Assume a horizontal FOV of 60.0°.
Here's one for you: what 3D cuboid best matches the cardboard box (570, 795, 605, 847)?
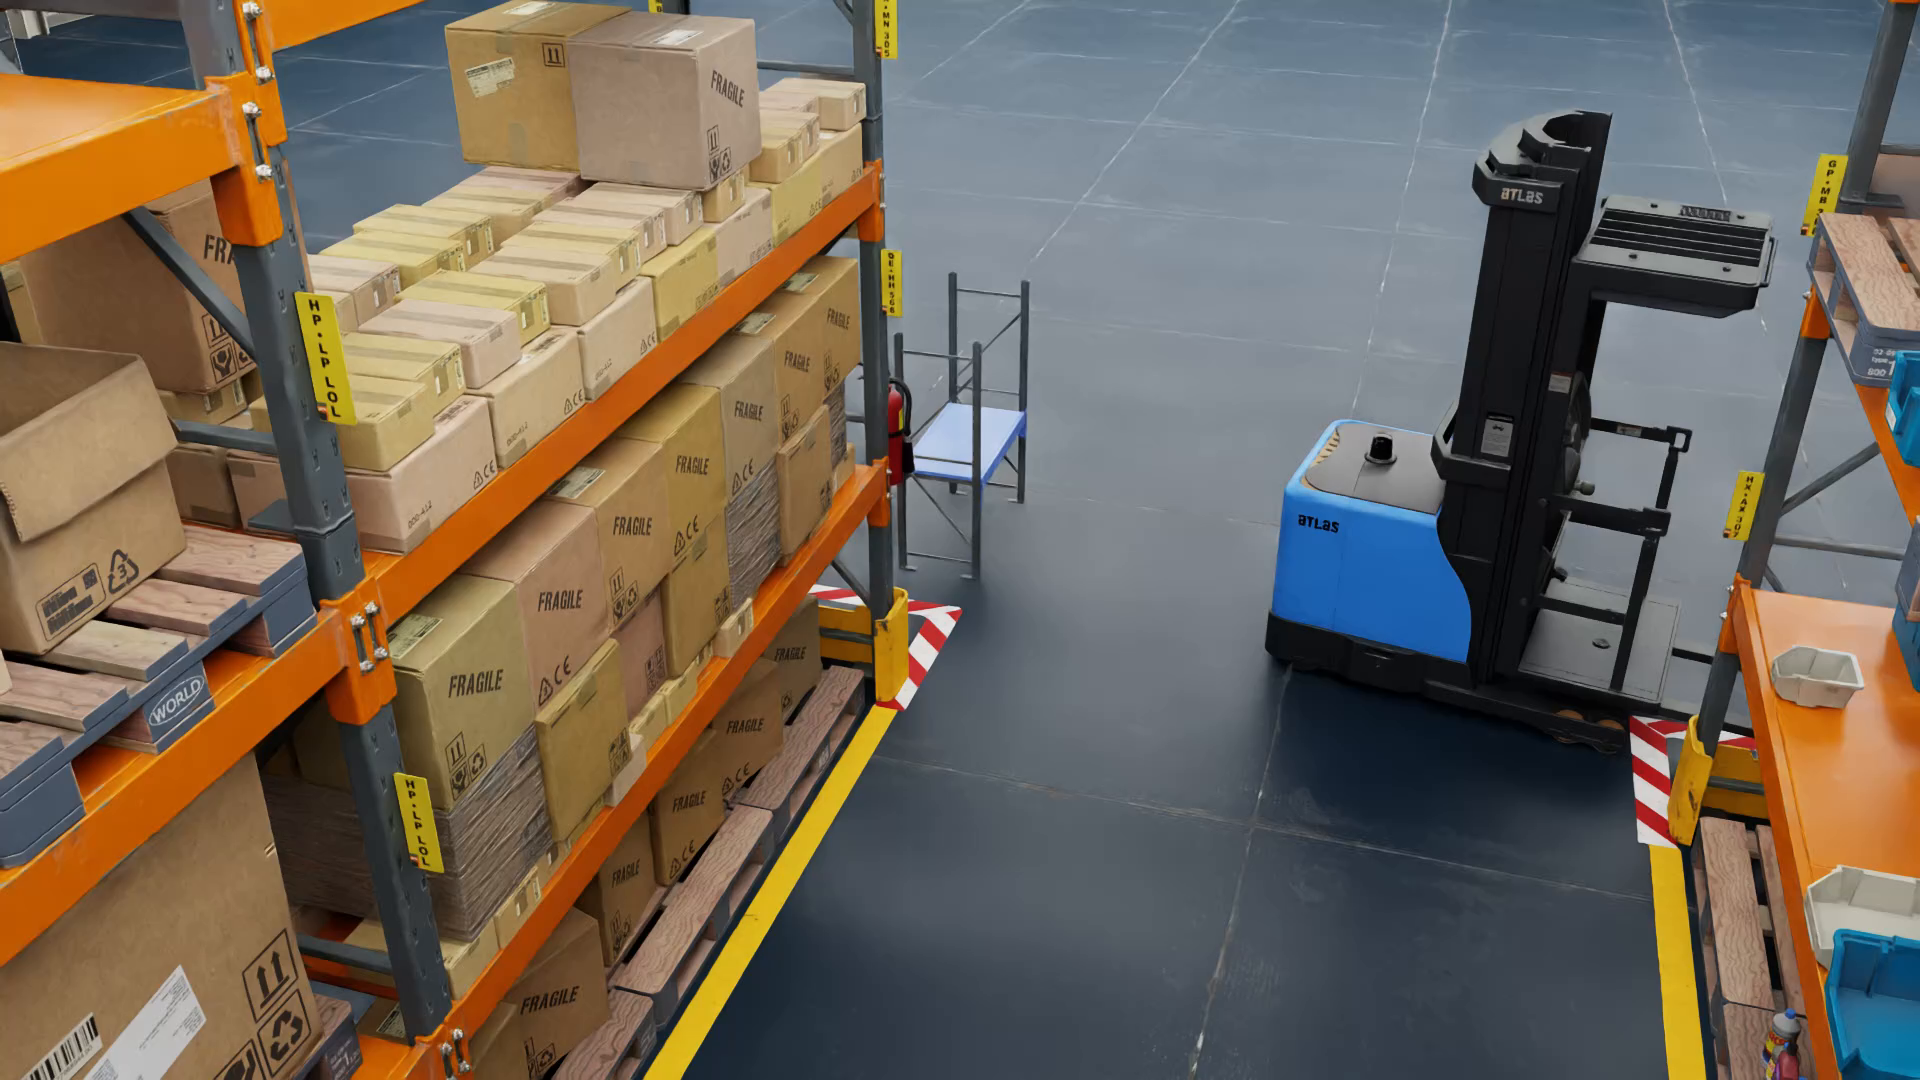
[{"bbox_3d":[-1.471,0.909,5.790,0.380,0.149,0.250,8,30,15],"label":"cardboard box"}]

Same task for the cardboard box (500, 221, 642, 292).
[{"bbox_3d":[-1.282,-0.930,5.495,0.380,0.149,0.250,8,30,14],"label":"cardboard box"}]

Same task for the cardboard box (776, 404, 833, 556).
[{"bbox_3d":[-1.065,-0.324,7.337,0.875,0.500,0.500,8,30,15],"label":"cardboard box"}]

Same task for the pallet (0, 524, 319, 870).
[{"bbox_3d":[-2.302,0.251,3.821,1.213,0.211,1.003,8,30,15],"label":"pallet"}]

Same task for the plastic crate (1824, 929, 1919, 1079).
[{"bbox_3d":[2.781,1.427,4.753,0.499,0.251,0.616,8,30,15],"label":"plastic crate"}]

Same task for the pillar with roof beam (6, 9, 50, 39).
[{"bbox_3d":[-8.493,-10.161,19.258,9.100,9.000,0.400,8,30,15],"label":"pillar with roof beam"}]

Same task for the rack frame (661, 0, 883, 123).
[{"bbox_3d":[-0.845,-3.273,6.876,1.000,3.000,0.127,8,30,15],"label":"rack frame"}]

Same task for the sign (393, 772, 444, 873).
[{"bbox_3d":[-1.487,0.779,4.572,0.100,0.325,0.005,8,30,15],"label":"sign"}]

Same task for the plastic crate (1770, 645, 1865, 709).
[{"bbox_3d":[3.320,0.541,6.463,0.298,0.136,0.250,8,30,15],"label":"plastic crate"}]

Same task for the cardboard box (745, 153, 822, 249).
[{"bbox_3d":[-0.887,-1.404,6.756,0.500,0.250,0.500,9,30,15],"label":"cardboard box"}]

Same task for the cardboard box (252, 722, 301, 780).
[{"bbox_3d":[-2.150,0.349,5.100,0.500,0.500,0.500,8,30,15],"label":"cardboard box"}]

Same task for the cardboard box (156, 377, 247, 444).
[{"bbox_3d":[-2.200,-0.404,4.549,0.380,0.149,0.250,9,30,16],"label":"cardboard box"}]

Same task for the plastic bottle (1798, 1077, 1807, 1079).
[{"bbox_3d":[2.959,2.013,5.900,0.097,0.271,0.097,0,29,0],"label":"plastic bottle"}]

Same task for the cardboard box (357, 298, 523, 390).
[{"bbox_3d":[-1.516,-0.576,4.858,0.380,0.149,0.250,9,30,15],"label":"cardboard box"}]

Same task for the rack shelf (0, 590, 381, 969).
[{"bbox_3d":[-2.606,1.141,2.768,1.077,0.370,4.000,8,30,15],"label":"rack shelf"}]

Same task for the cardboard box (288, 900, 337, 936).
[{"bbox_3d":[-2.237,1.176,5.309,0.380,0.149,0.250,8,30,15],"label":"cardboard box"}]

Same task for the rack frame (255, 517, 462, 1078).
[{"bbox_3d":[-2.019,1.208,4.993,1.000,3.000,0.127,8,30,15],"label":"rack frame"}]

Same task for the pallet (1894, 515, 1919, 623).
[{"bbox_3d":[2.834,0.337,3.667,1.213,0.211,1.003,8,30,15],"label":"pallet"}]

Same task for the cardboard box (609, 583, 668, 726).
[{"bbox_3d":[-1.597,0.360,6.109,0.875,0.500,0.500,8,30,15],"label":"cardboard box"}]

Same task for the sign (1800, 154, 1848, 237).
[{"bbox_3d":[3.365,-1.340,6.478,0.100,0.325,0.005,8,30,15],"label":"sign"}]

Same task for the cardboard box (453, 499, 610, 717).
[{"bbox_3d":[-1.499,0.192,5.382,0.500,0.500,0.500,8,30,15],"label":"cardboard box"}]

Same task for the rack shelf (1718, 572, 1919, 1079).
[{"bbox_3d":[3.303,1.300,5.568,1.077,0.370,4.000,8,30,15],"label":"rack shelf"}]

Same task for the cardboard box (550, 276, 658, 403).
[{"bbox_3d":[-1.336,-0.686,5.466,0.500,0.250,0.500,7,30,13],"label":"cardboard box"}]

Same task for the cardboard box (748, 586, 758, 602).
[{"bbox_3d":[-1.083,0.204,7.056,0.380,0.149,0.250,8,30,15],"label":"cardboard box"}]

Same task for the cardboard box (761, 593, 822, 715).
[{"bbox_3d":[-1.044,0.546,8.323,0.500,0.500,0.500,14,32,24],"label":"cardboard box"}]

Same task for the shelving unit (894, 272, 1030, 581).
[{"bbox_3d":[0.025,-0.695,9.957,0.538,1.500,1.048,8,30,15],"label":"shelving unit"}]

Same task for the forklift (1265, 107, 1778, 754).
[{"bbox_3d":[3.214,-0.507,8.146,3.031,2.935,1.130,14,32,23],"label":"forklift"}]

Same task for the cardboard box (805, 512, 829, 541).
[{"bbox_3d":[-0.829,-0.140,7.674,0.380,0.149,0.250,8,30,15],"label":"cardboard box"}]

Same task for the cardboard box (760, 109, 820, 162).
[{"bbox_3d":[-0.792,-1.650,6.789,0.380,0.149,0.250,7,30,13],"label":"cardboard box"}]

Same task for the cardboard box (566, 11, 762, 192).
[{"bbox_3d":[-1.058,-1.598,6.028,0.500,0.500,0.500,8,30,15],"label":"cardboard box"}]

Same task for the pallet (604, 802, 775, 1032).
[{"bbox_3d":[-1.499,1.540,7.264,1.003,0.211,1.213,8,30,15],"label":"pallet"}]

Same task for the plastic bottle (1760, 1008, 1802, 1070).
[{"bbox_3d":[3.060,1.854,6.186,0.097,0.271,0.097,0,29,0],"label":"plastic bottle"}]

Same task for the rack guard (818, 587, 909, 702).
[{"bbox_3d":[-0.867,0.477,8.879,1.175,0.500,0.348,8,30,15],"label":"rack guard"}]

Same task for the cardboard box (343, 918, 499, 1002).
[{"bbox_3d":[-1.668,1.261,5.157,0.380,0.149,0.250,8,30,15],"label":"cardboard box"}]

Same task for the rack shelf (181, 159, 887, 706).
[{"bbox_3d":[-1.432,-0.718,6.110,1.077,0.370,4.000,8,30,15],"label":"rack shelf"}]

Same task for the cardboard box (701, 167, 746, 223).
[{"bbox_3d":[-1.017,-1.293,6.148,0.380,0.149,0.250,7,30,12],"label":"cardboard box"}]

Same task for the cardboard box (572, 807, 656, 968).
[{"bbox_3d":[-1.595,1.370,6.842,0.500,0.500,0.500,6,30,10],"label":"cardboard box"}]

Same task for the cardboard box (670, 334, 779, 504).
[{"bbox_3d":[-1.061,-0.506,6.636,0.500,0.500,0.500,8,30,15],"label":"cardboard box"}]

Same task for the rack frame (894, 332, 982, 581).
[{"bbox_3d":[-0.124,-0.459,9.532,0.500,1.500,0.032,8,30,15],"label":"rack frame"}]

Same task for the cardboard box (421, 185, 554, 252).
[{"bbox_3d":[-1.655,-1.130,5.854,0.380,0.149,0.250,7,30,13],"label":"cardboard box"}]

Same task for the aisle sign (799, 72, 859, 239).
[{"bbox_3d":[-0.540,-1.773,7.678,0.394,0.787,0.004,8,30,15],"label":"aisle sign"}]

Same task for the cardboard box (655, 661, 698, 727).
[{"bbox_3d":[-1.241,0.562,6.413,0.380,0.149,0.250,8,30,15],"label":"cardboard box"}]

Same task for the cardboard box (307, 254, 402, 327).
[{"bbox_3d":[-1.987,-0.776,5.218,0.380,0.149,0.250,8,30,13],"label":"cardboard box"}]

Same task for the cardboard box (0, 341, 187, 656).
[{"bbox_3d":[-2.252,-0.127,3.770,0.797,0.503,0.637,7,30,12],"label":"cardboard box"}]
